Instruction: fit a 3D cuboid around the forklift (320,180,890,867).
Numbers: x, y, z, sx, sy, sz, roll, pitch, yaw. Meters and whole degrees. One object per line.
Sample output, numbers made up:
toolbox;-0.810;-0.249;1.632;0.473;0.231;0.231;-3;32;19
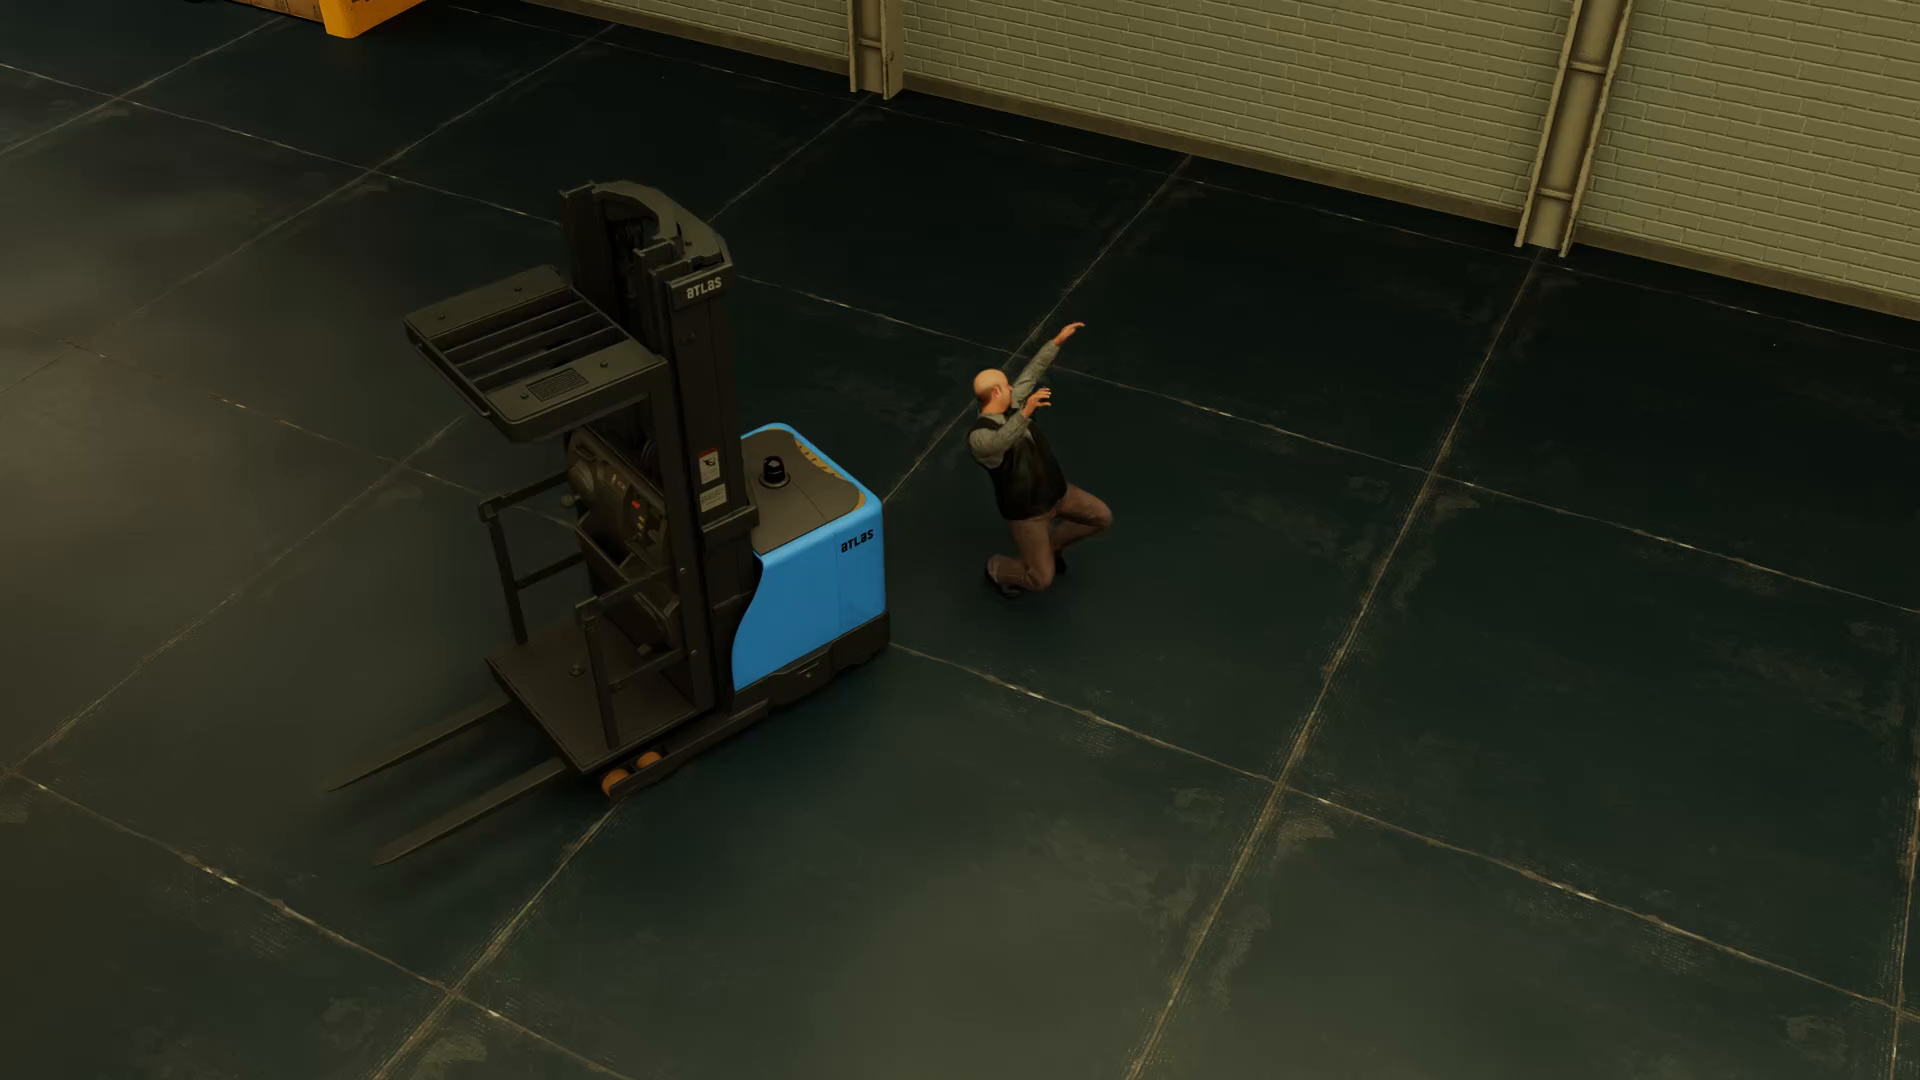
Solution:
forklift;-1.865;-0.151;8.166;3.031;2.935;1.130;-27;47;-29

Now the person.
person;0.469;-0.411;9.513;0.788;1.631;1.015;21;45;23
